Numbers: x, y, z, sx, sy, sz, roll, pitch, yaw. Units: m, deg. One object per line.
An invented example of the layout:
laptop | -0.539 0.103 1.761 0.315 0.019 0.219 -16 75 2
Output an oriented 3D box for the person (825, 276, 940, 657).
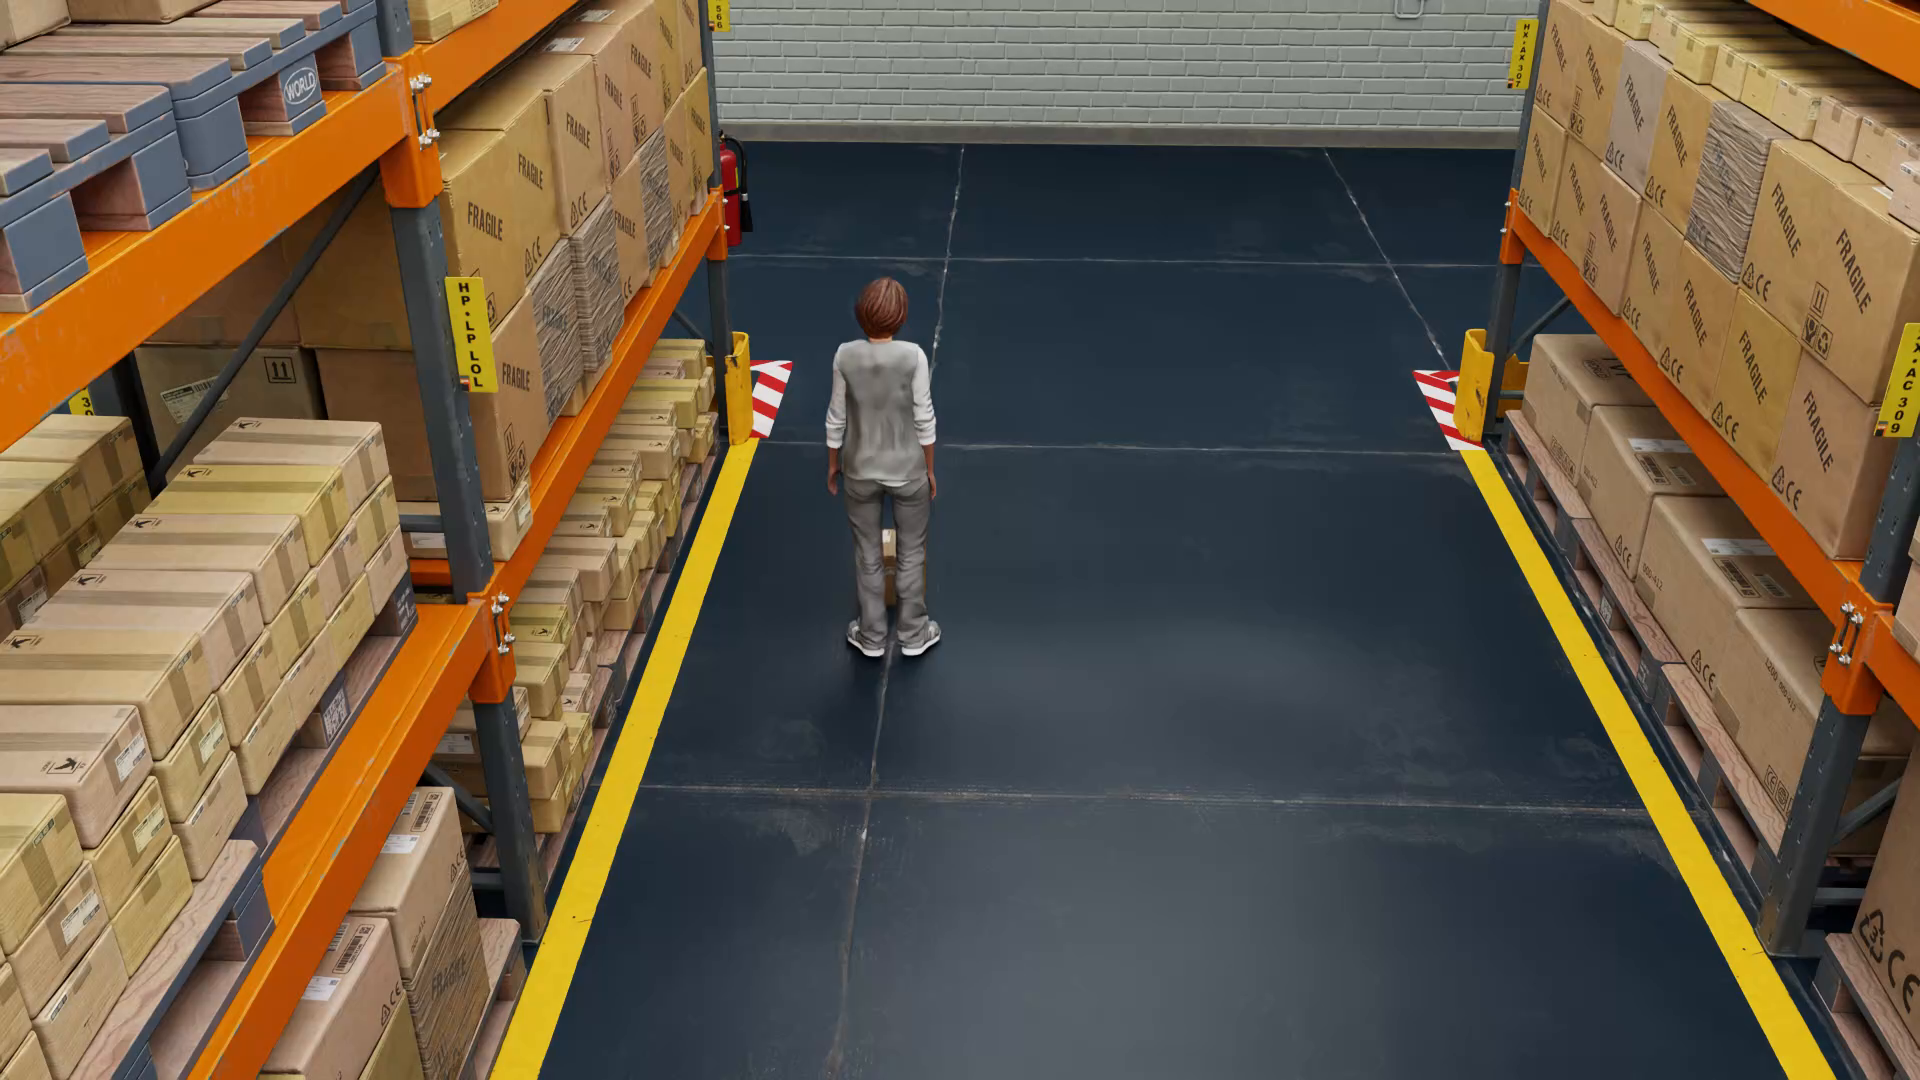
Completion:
person | -0.310 -0.256 6.585 0.445 1.599 0.316 1 28 2
